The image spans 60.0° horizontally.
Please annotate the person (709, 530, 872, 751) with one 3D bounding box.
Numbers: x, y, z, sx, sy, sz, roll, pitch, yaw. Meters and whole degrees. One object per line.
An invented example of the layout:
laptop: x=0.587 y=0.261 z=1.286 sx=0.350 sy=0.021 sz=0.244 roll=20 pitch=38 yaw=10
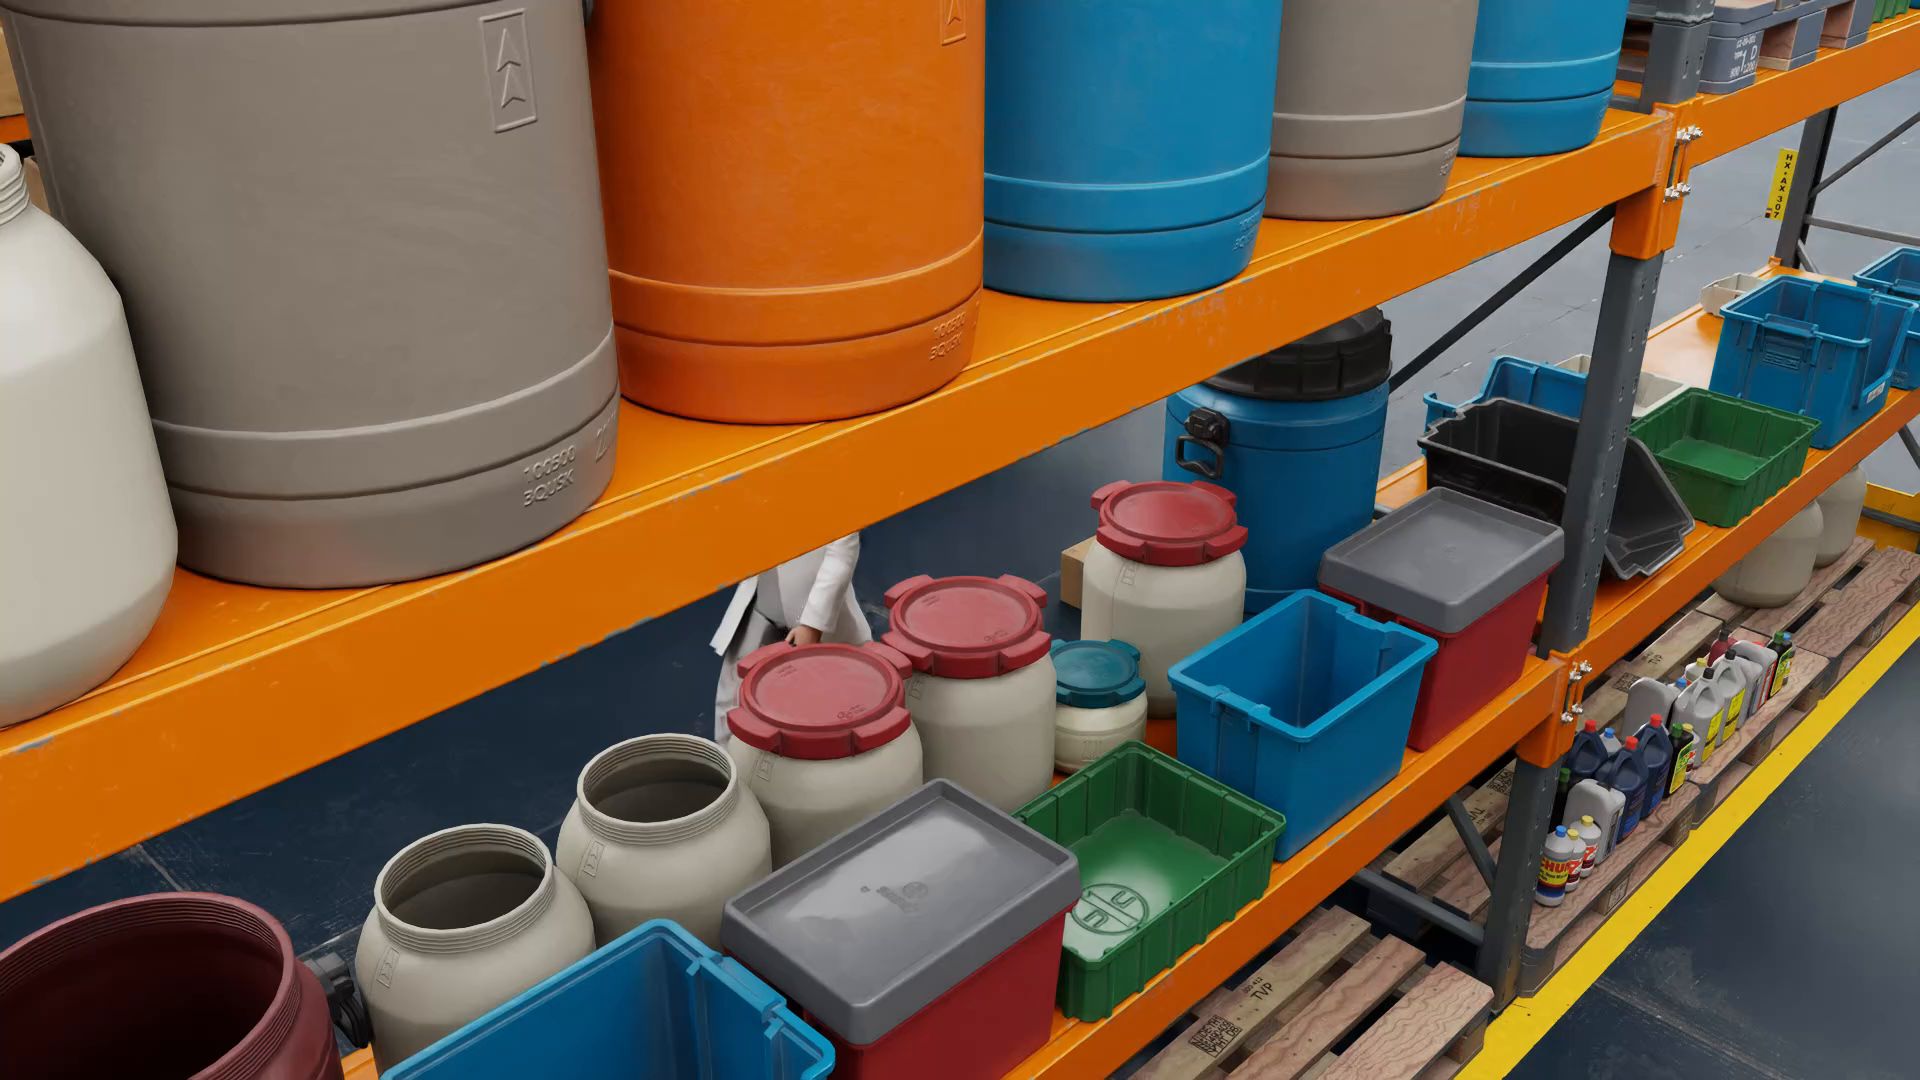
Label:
person: x=-0.560 y=0.203 z=5.742 sx=0.569 sy=1.729 sz=1.145 roll=19 pitch=33 yaw=32
